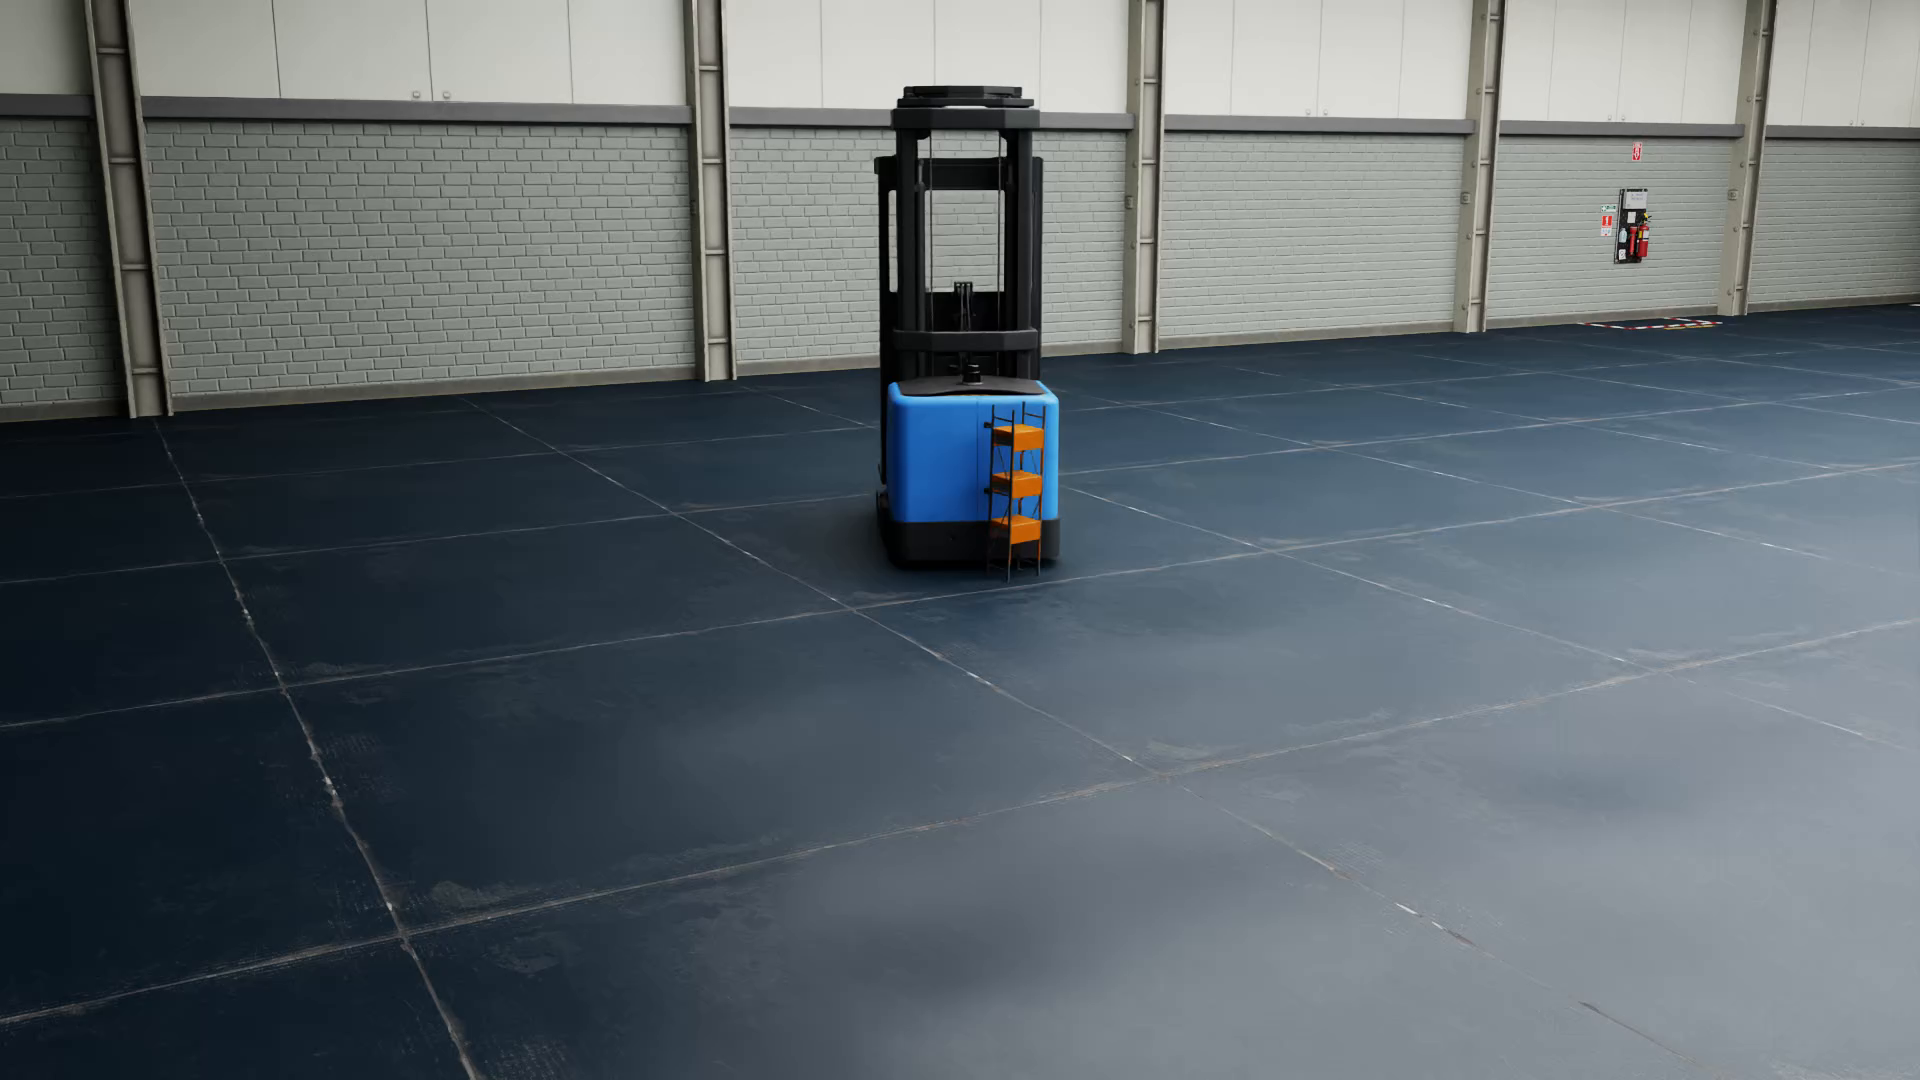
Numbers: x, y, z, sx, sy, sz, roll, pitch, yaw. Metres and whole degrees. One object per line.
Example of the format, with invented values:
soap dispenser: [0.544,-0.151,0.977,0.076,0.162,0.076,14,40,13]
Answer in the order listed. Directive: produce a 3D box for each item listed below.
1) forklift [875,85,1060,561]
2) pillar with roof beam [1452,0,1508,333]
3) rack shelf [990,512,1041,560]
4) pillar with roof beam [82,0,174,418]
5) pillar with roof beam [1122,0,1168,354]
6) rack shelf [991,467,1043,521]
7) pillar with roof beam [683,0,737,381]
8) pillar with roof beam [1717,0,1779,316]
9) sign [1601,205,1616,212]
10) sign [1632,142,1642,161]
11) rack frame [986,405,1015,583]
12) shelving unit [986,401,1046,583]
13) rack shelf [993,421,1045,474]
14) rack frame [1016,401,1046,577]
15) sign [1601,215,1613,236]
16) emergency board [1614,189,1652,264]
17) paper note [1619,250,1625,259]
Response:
forklift: [-0.017,-1.572,11.417,1.130,2.935,3.031,-1,13,-5]
pillar with roof beam: [9.740,-6.710,20.430,0.400,9.000,9.100,-7,14,-28]
rack shelf: [0.327,-0.010,10.056,0.240,0.259,0.215,-10,19,-39]
pillar with roof beam: [-6.059,-4.817,12.016,0.400,9.000,9.100,-7,14,-28]
pillar with roof beam: [4.474,-6.079,17.625,0.400,9.000,9.100,-7,14,-28]
rack shelf: [0.335,-0.279,9.986,0.240,0.259,0.215,-10,19,-39]
pillar with roof beam: [-0.793,-5.448,14.821,0.400,9.000,9.100,-7,14,-28]
pillar with roof beam: [15.007,-7.341,23.235,0.400,9.000,9.100,-7,14,-28]
sign: [10.230,-5.228,26.220,0.331,0.109,0.001,-7,14,-28]
sign: [10.702,-6.141,26.284,0.199,0.298,0.001,-7,14,-28]
rack frame: [0.241,-0.272,9.908,0.008,1.050,0.200,-10,19,-39]
shelving unit: [0.335,-0.290,9.984,0.252,1.050,0.215,-10,19,-39]
rack shelf: [0.342,-0.554,9.915,0.240,0.259,0.215,-10,19,-39]
rack frame: [0.429,-0.307,10.060,0.008,1.050,0.200,-10,19,-39]
sign: [10.222,-4.971,26.283,0.234,0.329,0.001,-7,14,-28]
emergency board: [10.757,-4.992,26.457,0.643,1.169,0.194,-7,14,-28]
paper note: [10.568,-4.557,26.530,0.142,0.148,0.016,-7,14,-28]
